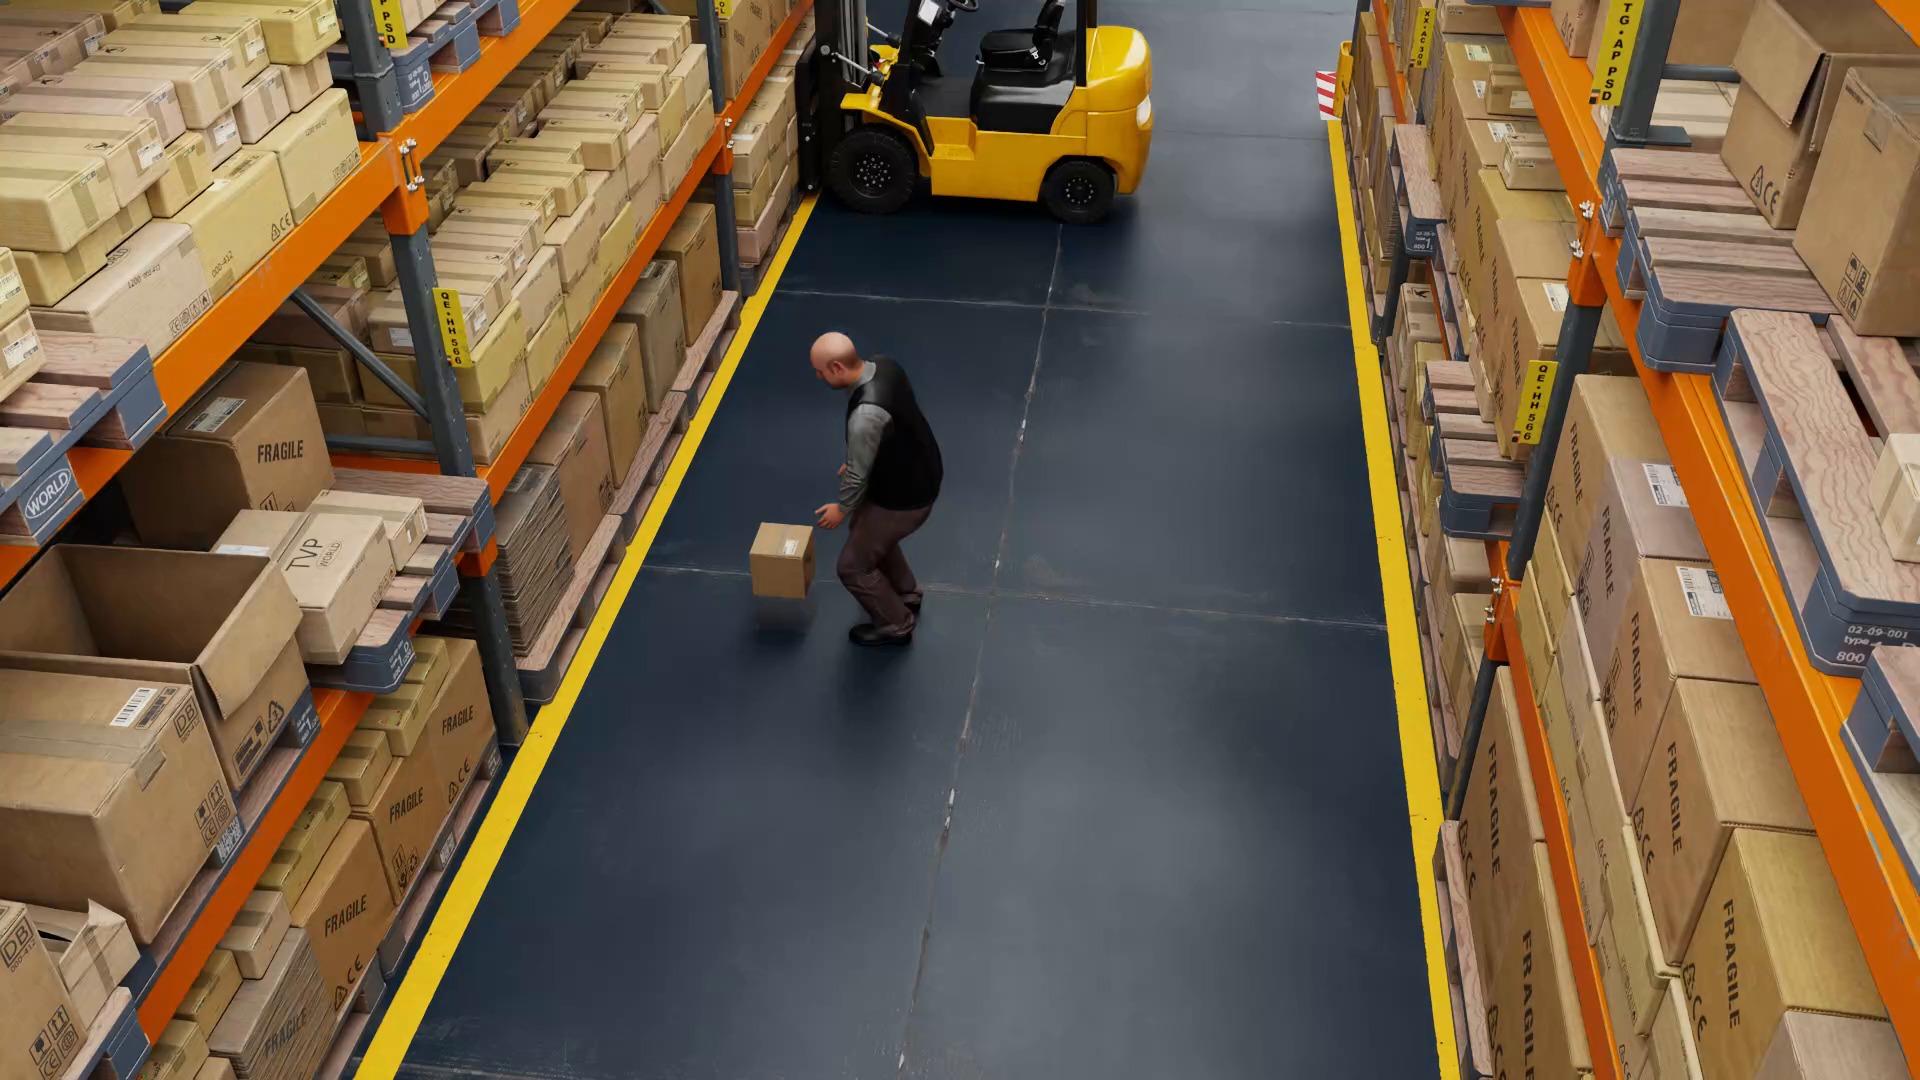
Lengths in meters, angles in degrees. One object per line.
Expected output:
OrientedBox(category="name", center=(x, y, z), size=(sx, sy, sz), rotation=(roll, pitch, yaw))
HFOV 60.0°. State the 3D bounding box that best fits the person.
OrientedBox(category="person", center=(-0.364, -0.220, 7.495), size=(0.555, 1.581, 0.581), rotation=(5, 36, 7))
